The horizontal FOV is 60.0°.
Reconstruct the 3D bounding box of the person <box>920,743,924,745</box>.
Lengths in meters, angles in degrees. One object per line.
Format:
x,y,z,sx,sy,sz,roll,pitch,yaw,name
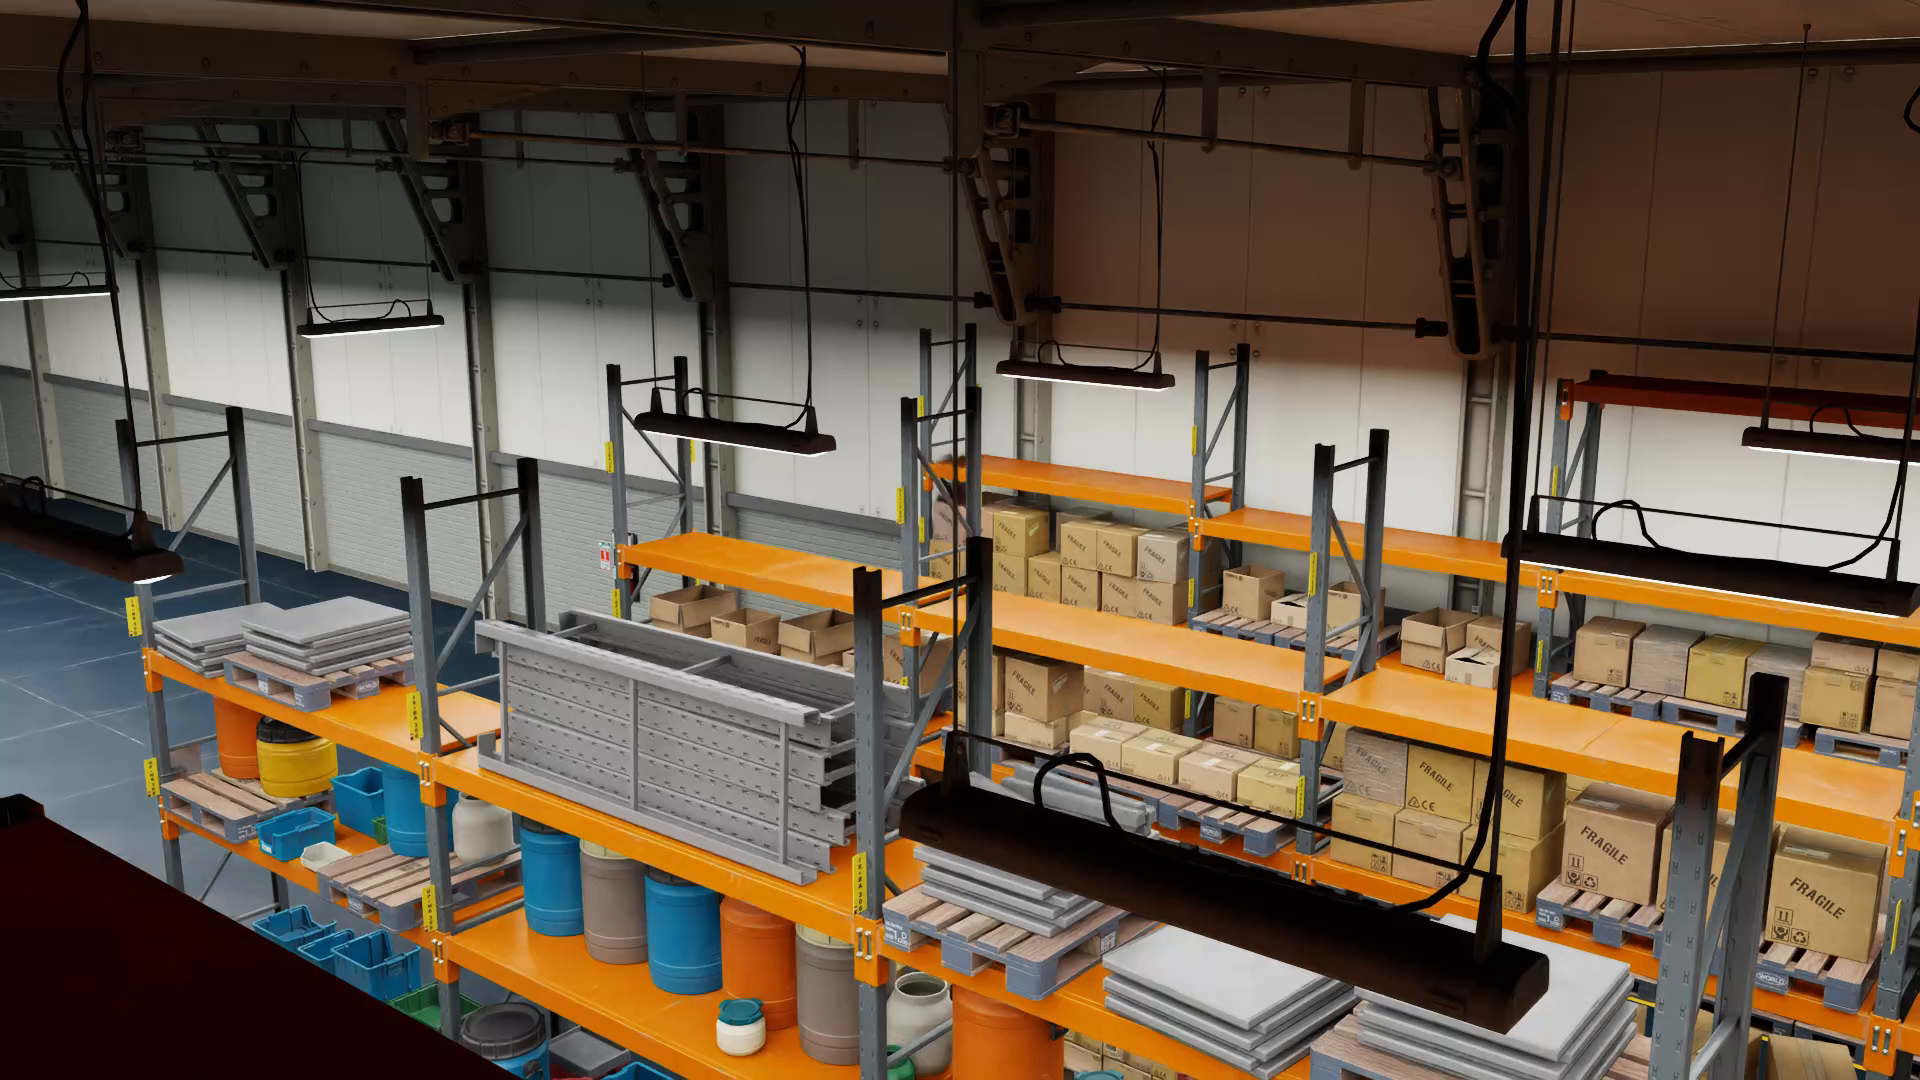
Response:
-0.547,3.036,19.337,0.971,1.533,0.473,5,14,21,person
